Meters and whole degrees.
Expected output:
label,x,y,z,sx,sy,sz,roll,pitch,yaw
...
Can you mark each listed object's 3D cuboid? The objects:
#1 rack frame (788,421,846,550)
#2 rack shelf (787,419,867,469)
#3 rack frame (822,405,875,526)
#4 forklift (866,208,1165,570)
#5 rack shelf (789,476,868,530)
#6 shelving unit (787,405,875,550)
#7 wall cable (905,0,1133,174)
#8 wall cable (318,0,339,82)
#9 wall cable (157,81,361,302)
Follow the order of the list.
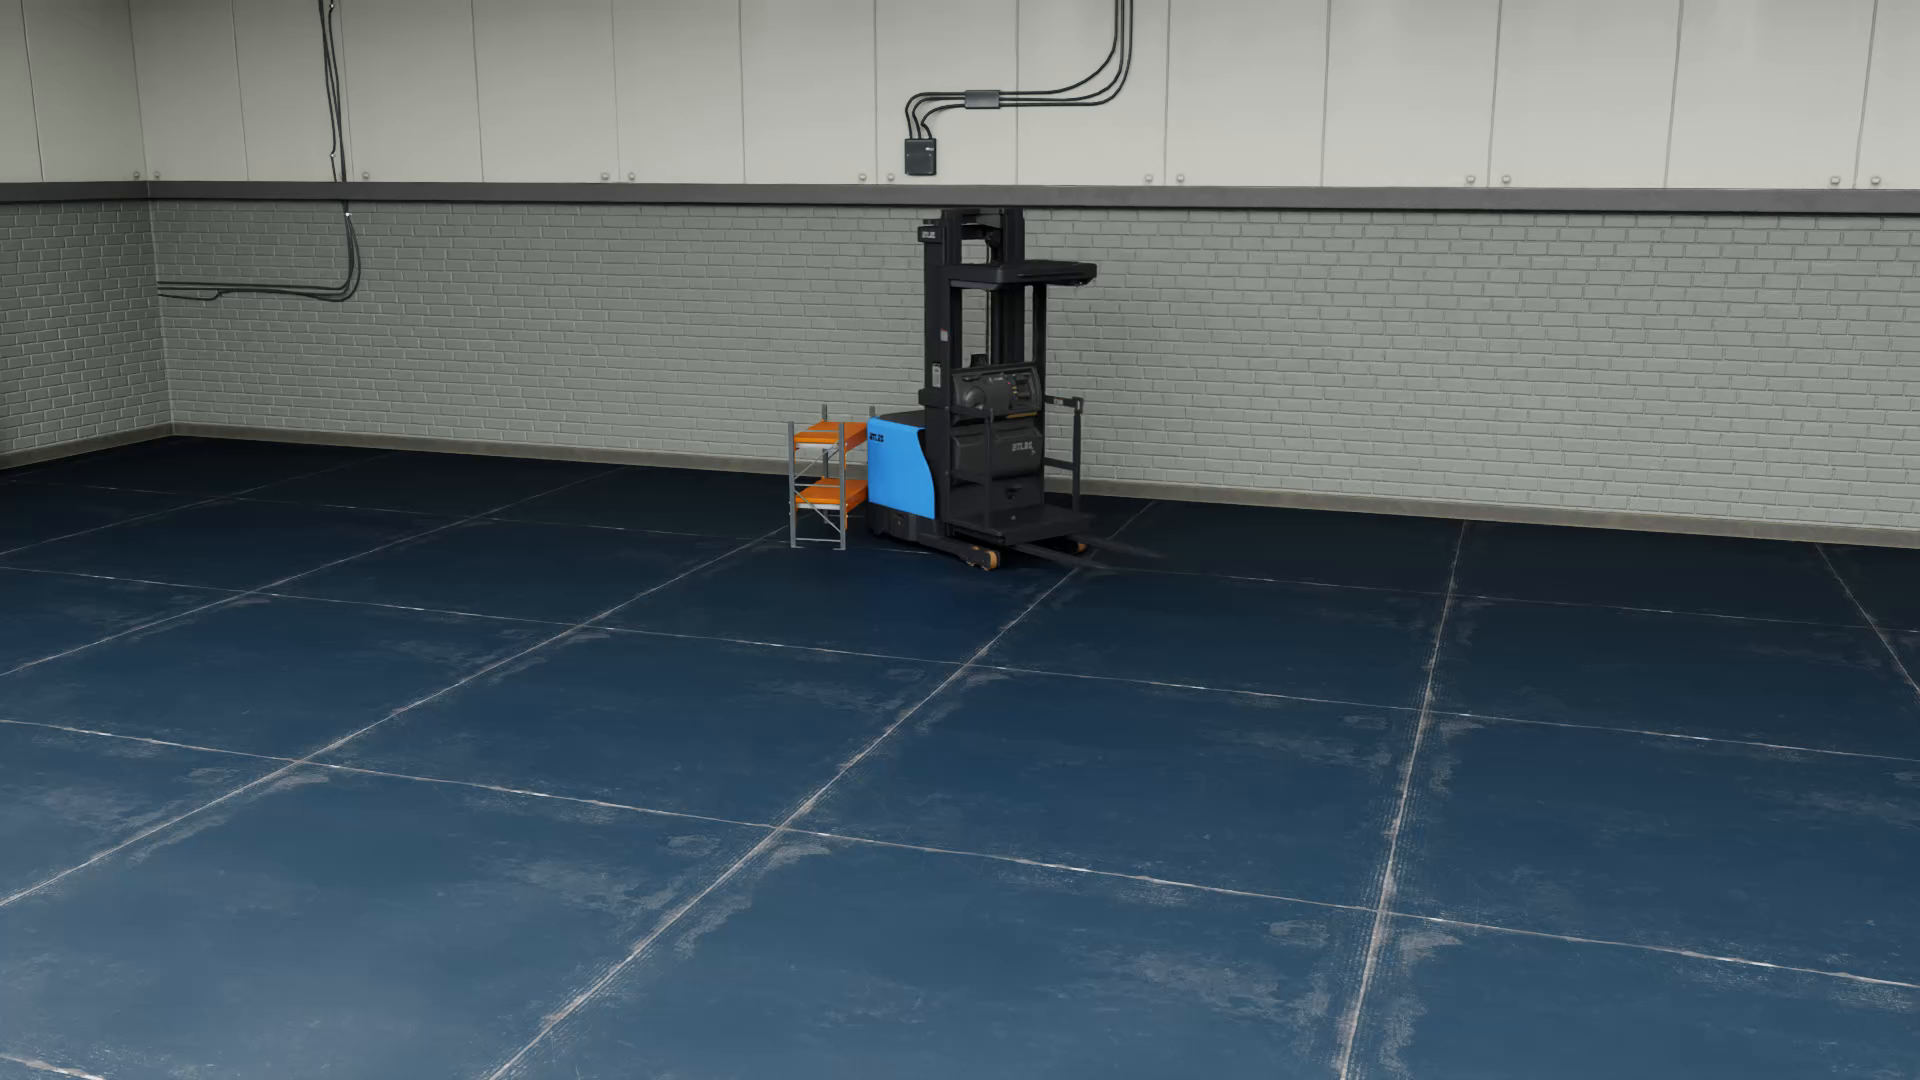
label,x,y,z,sx,sy,sz,roll,pitch,yaw
rack frame,-1.248,-0.474,14.538,0.500,1.125,0.032,3,13,12
rack shelf,-1.142,-0.870,14.957,0.538,0.278,1.000,3,13,12
rack frame,-1.036,-0.695,15.507,0.500,1.125,0.032,3,13,12
forklift,0.452,-1.298,14.090,1.130,2.935,3.031,-10,16,-37
rack shelf,-1.142,-0.346,15.077,0.538,0.278,1.000,3,13,12
shelving unit,-1.142,-0.585,15.022,0.538,1.125,1.048,3,13,12
wall cable,0.542,-6.557,15.852,2.305,6.003,0.169,4,14,18
wall cable,-5.876,-6.340,18.170,3.097,2.526,0.112,4,14,18
wall cable,-8.435,-4.072,19.585,3.097,2.526,0.112,4,14,18
